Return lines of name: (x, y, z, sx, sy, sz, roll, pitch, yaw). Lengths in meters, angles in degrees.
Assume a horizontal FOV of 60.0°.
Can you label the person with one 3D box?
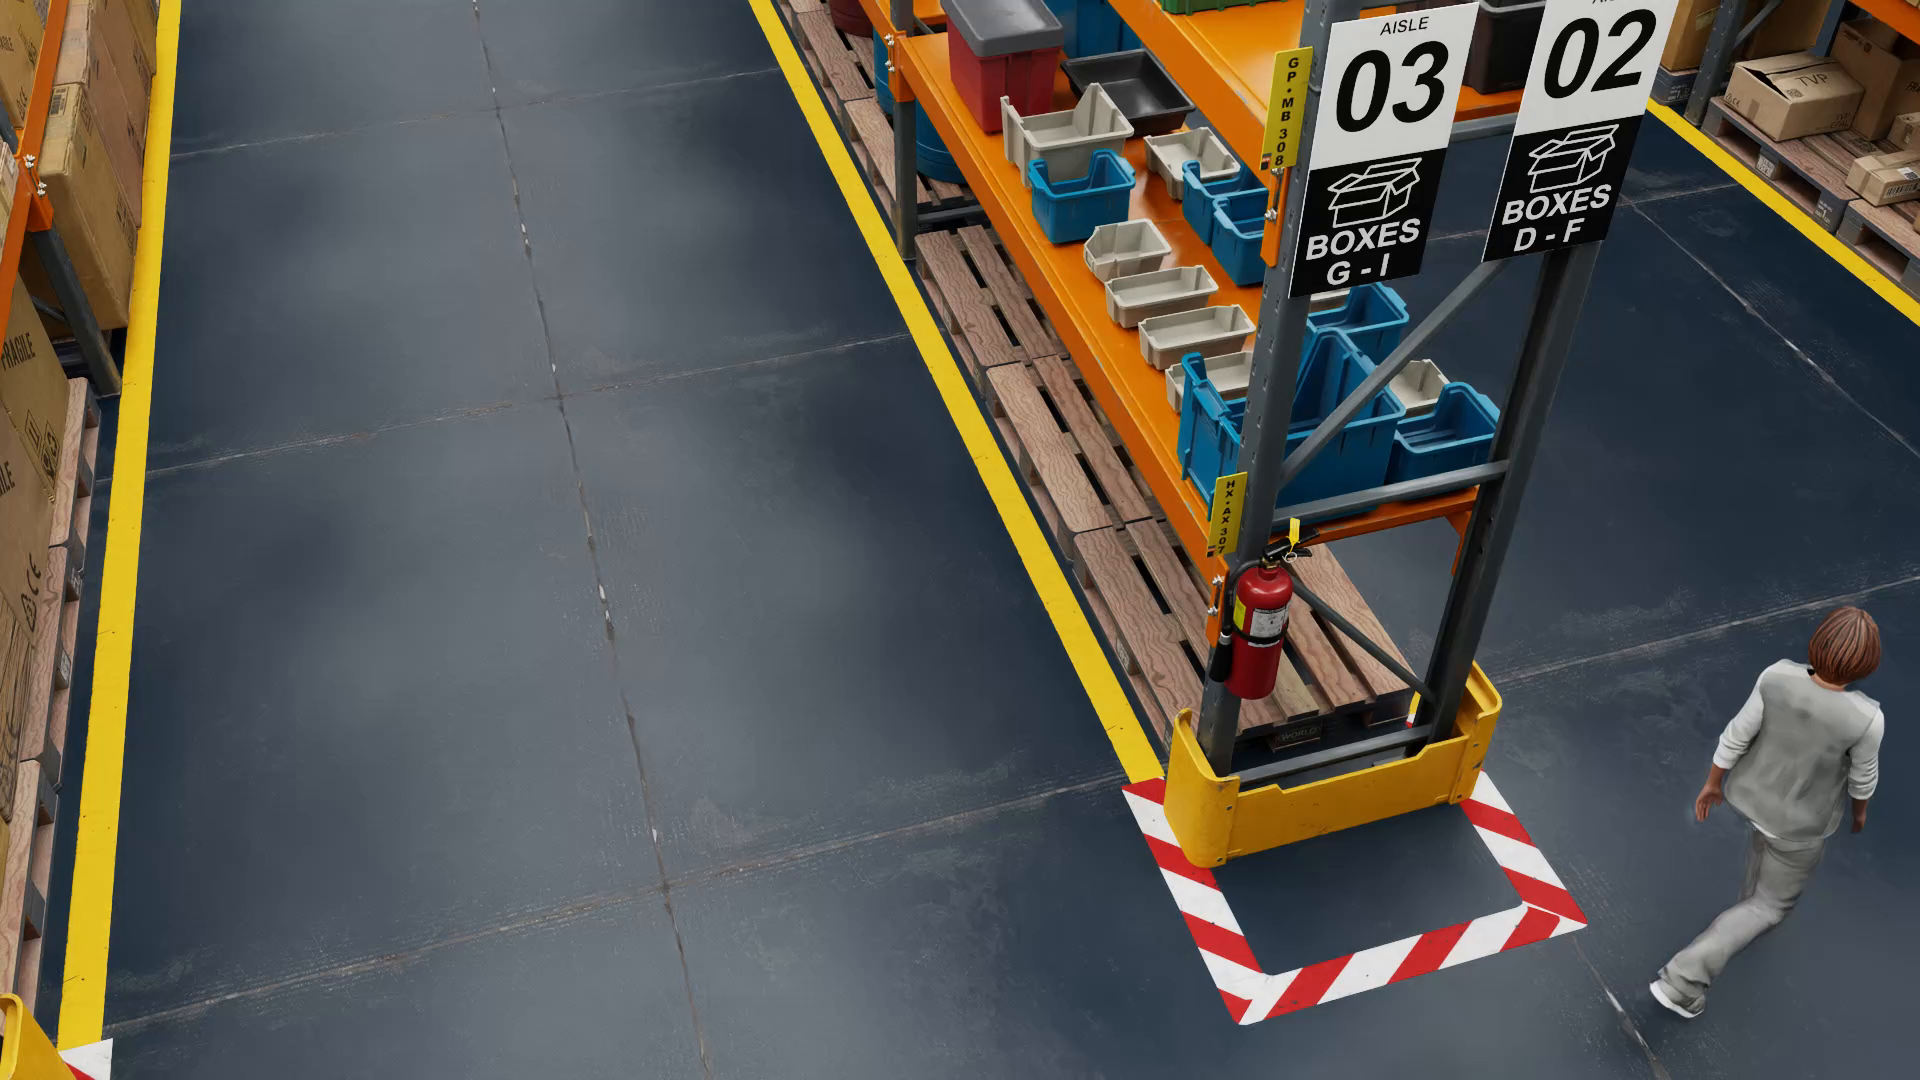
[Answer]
person: (2.565, 0.836, 5.258, 0.908, 1.531, 0.421, -24, 48, -23)
